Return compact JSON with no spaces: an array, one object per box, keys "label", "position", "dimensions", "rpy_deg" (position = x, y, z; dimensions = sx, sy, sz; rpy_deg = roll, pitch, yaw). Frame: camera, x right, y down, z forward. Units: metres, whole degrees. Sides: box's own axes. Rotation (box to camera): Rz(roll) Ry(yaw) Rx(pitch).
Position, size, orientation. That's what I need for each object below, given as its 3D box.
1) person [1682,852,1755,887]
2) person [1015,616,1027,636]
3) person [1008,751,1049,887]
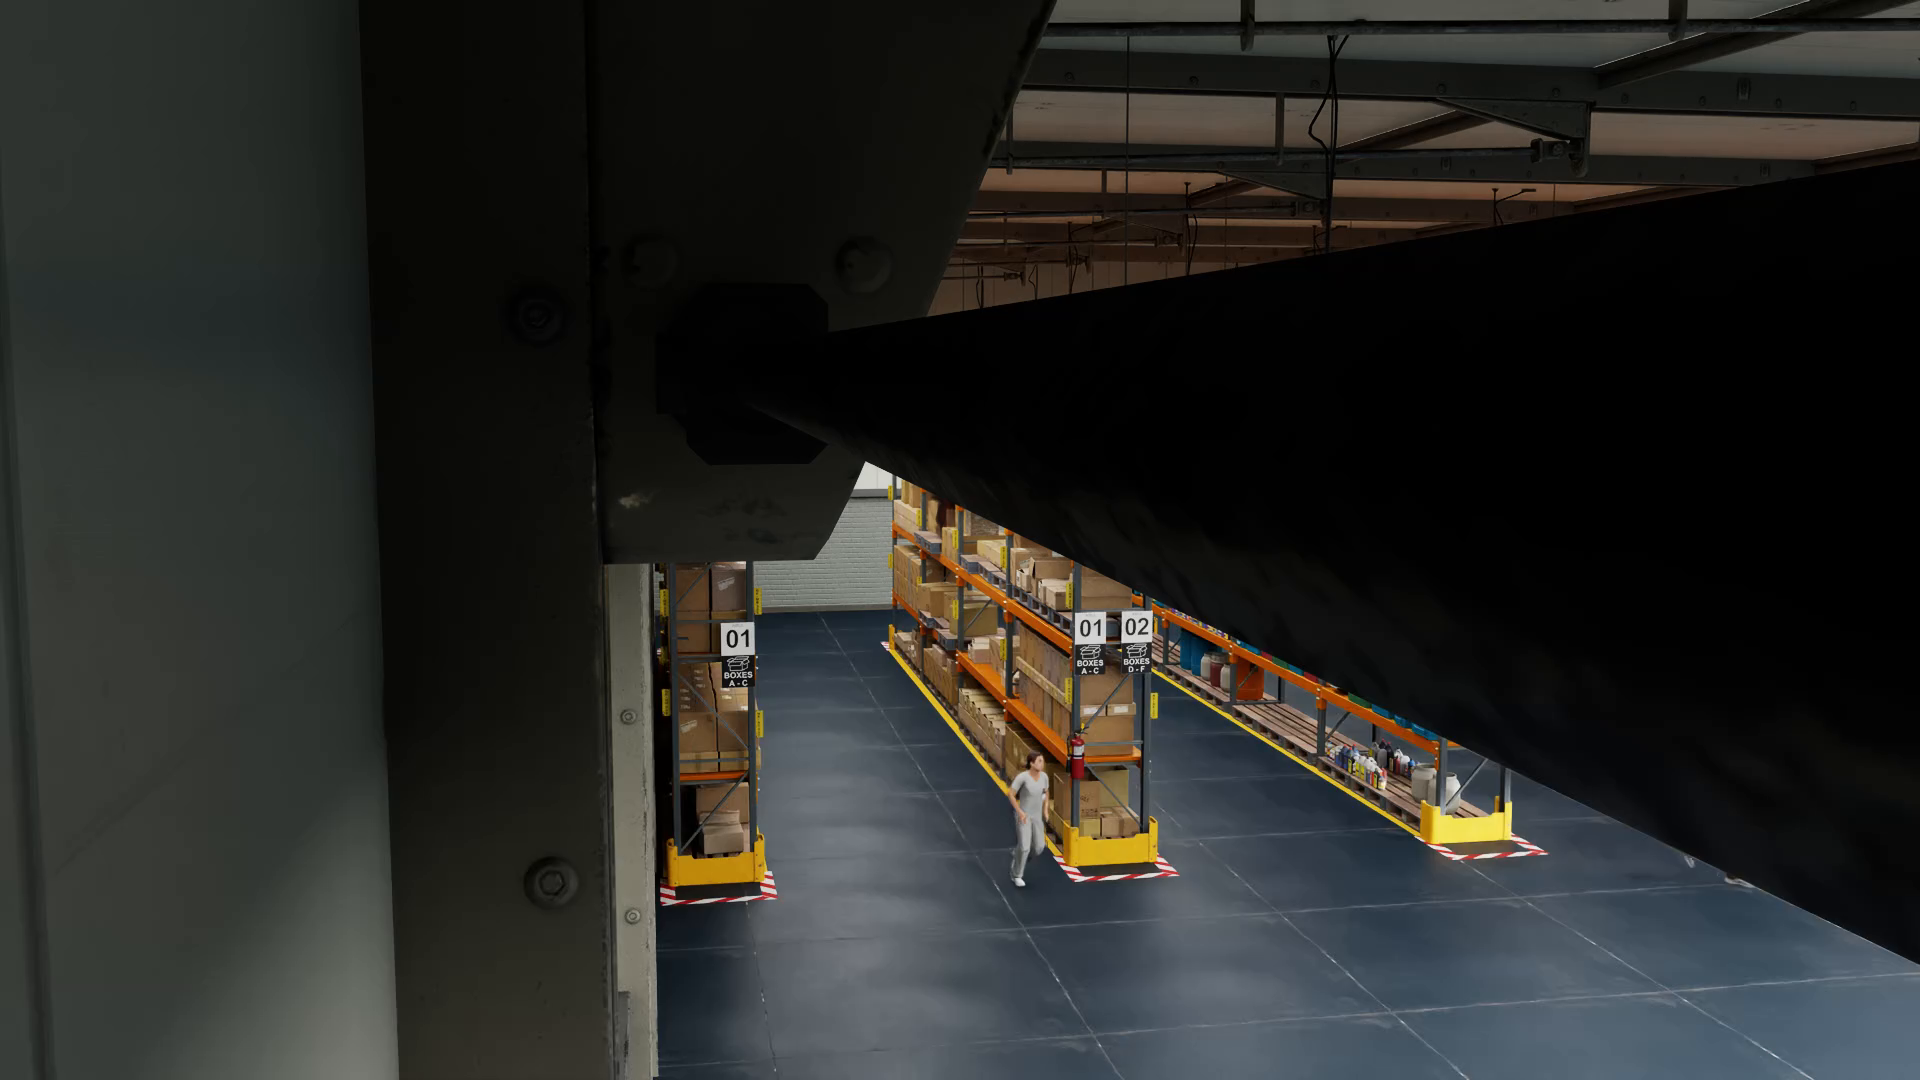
[{"label":"person","position":[9.180,3.322,20.092],"dimensions":[0.923,1.725,0.686],"rpy_deg":[3,7,26]},{"label":"person","position":[1.305,1.703,34.912],"dimensions":[0.683,1.703,0.806],"rpy_deg":[-1,6,-9]},{"label":"person","position":[0.841,3.354,20.218],"dimensions":[0.596,1.616,0.552],"rpy_deg":[-4,7,-30]}]
